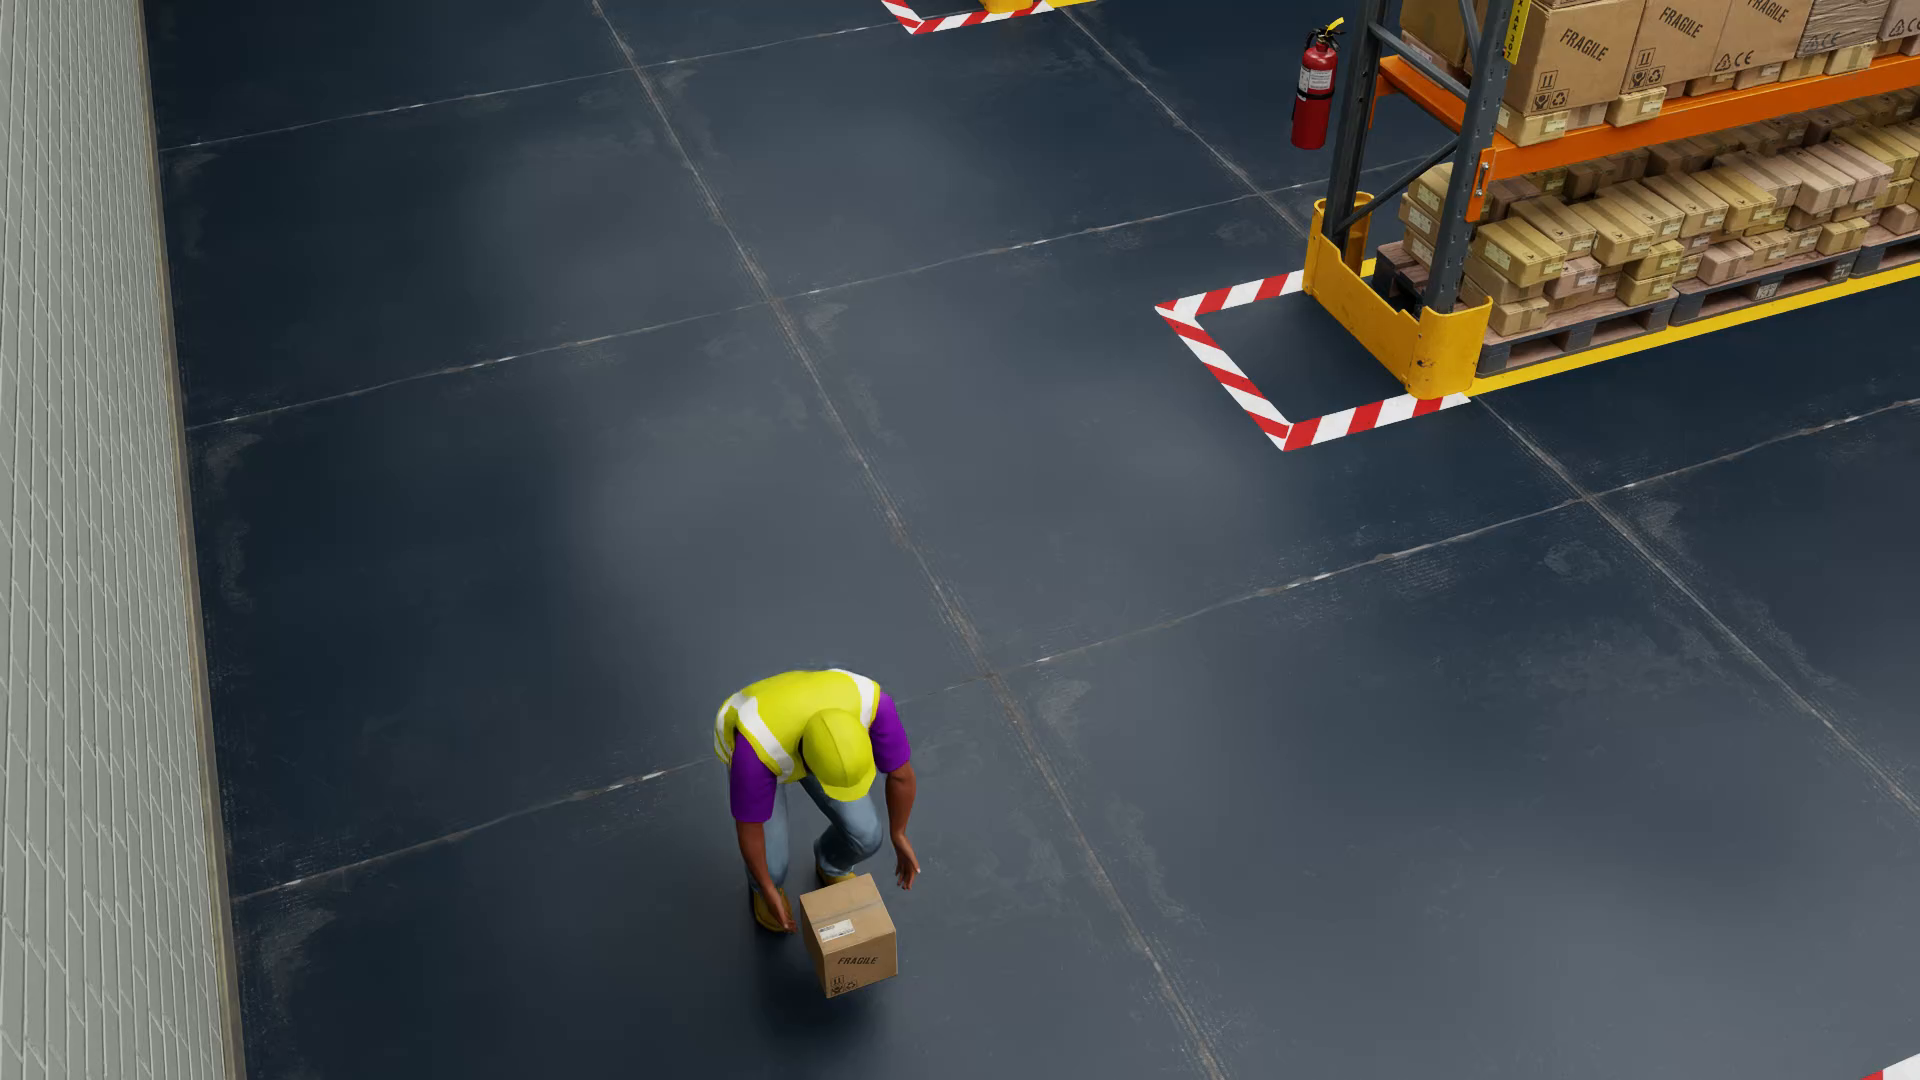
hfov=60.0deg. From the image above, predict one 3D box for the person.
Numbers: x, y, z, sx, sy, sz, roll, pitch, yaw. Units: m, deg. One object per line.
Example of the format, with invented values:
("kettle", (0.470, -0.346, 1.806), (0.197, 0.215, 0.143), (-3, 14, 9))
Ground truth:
("person", (-0.492, 0.832, 5.585), (0.626, 1.260, 0.823), (-15, 44, -17))
